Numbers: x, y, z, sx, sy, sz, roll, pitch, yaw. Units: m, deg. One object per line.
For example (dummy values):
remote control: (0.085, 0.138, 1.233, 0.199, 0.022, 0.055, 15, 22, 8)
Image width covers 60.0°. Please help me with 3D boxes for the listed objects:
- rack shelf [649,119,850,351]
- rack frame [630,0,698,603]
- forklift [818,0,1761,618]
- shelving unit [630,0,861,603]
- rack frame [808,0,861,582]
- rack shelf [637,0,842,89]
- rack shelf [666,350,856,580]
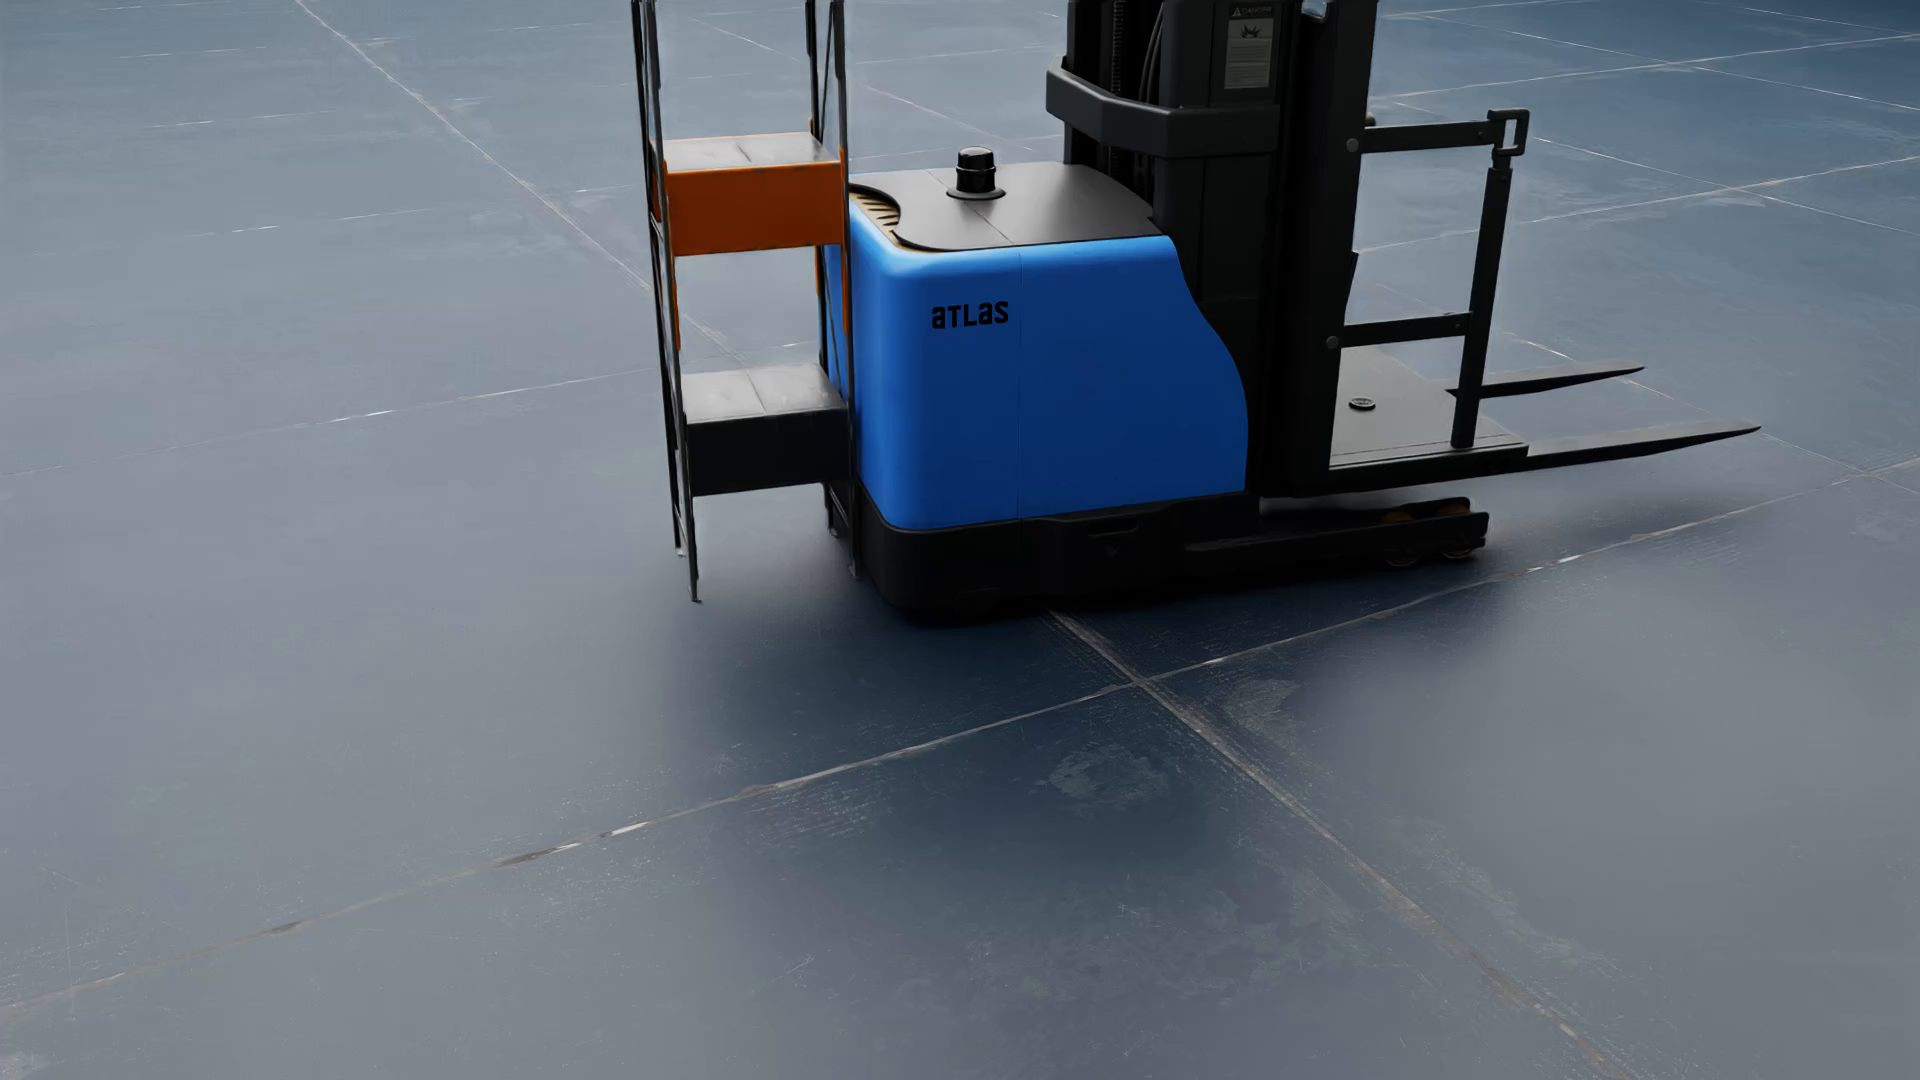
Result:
rack shelf: (-0.596, -0.863, 4.653, 0.480, 0.518, 0.431, -7, 27, -15)
rack frame: (-0.830, -0.846, 4.585, 0.015, 2.100, 0.400, -7, 27, -15)
forklift: (1.116, -1.451, 4.885, 3.031, 2.935, 1.130, -7, 27, -15)
shelving unit: (-0.596, -0.875, 4.647, 0.503, 2.100, 0.431, -7, 27, -15)
rack frame: (-0.362, -0.905, 4.709, 0.015, 2.100, 0.400, -7, 27, -15)
rack shelf: (-0.596, -1.494, 4.350, 0.480, 0.518, 0.431, -7, 27, -15)
rack shelf: (-0.596, -0.232, 4.956, 0.480, 0.518, 0.431, -7, 27, -15)
